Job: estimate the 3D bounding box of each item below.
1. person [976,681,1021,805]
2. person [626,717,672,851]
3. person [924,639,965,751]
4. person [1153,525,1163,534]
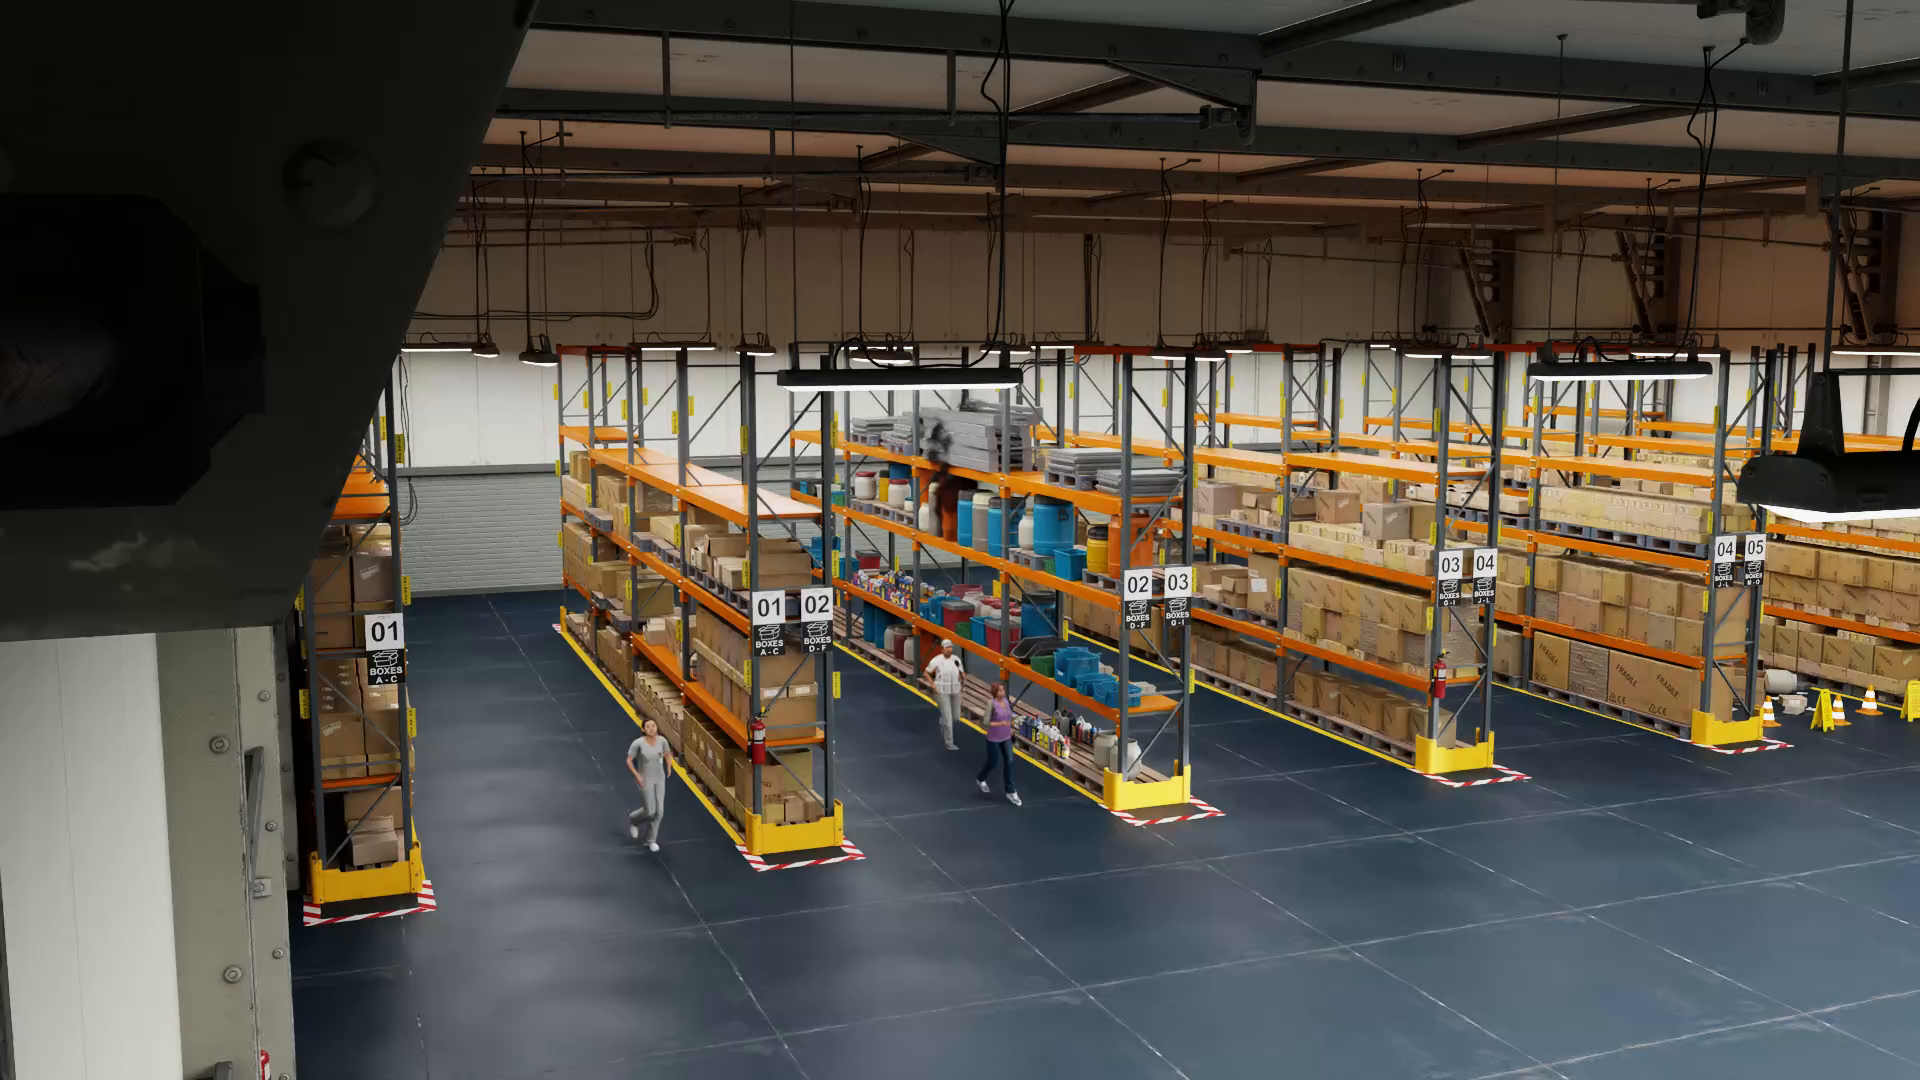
[{"bbox_3d":[0.510,2.688,22.305,0.531,1.607,0.838,-5,9,-35],"label":"person"},{"bbox_3d":[-3.780,2.956,20.339,0.560,1.639,0.605,-5,9,-32],"label":"person"},{"bbox_3d":[-0.206,2.322,25.262,0.620,1.623,0.843,-3,8,-25],"label":"person"},{"bbox_3d":[4.742,0.327,40.558,0.660,1.796,0.707,4,8,28],"label":"person"}]
